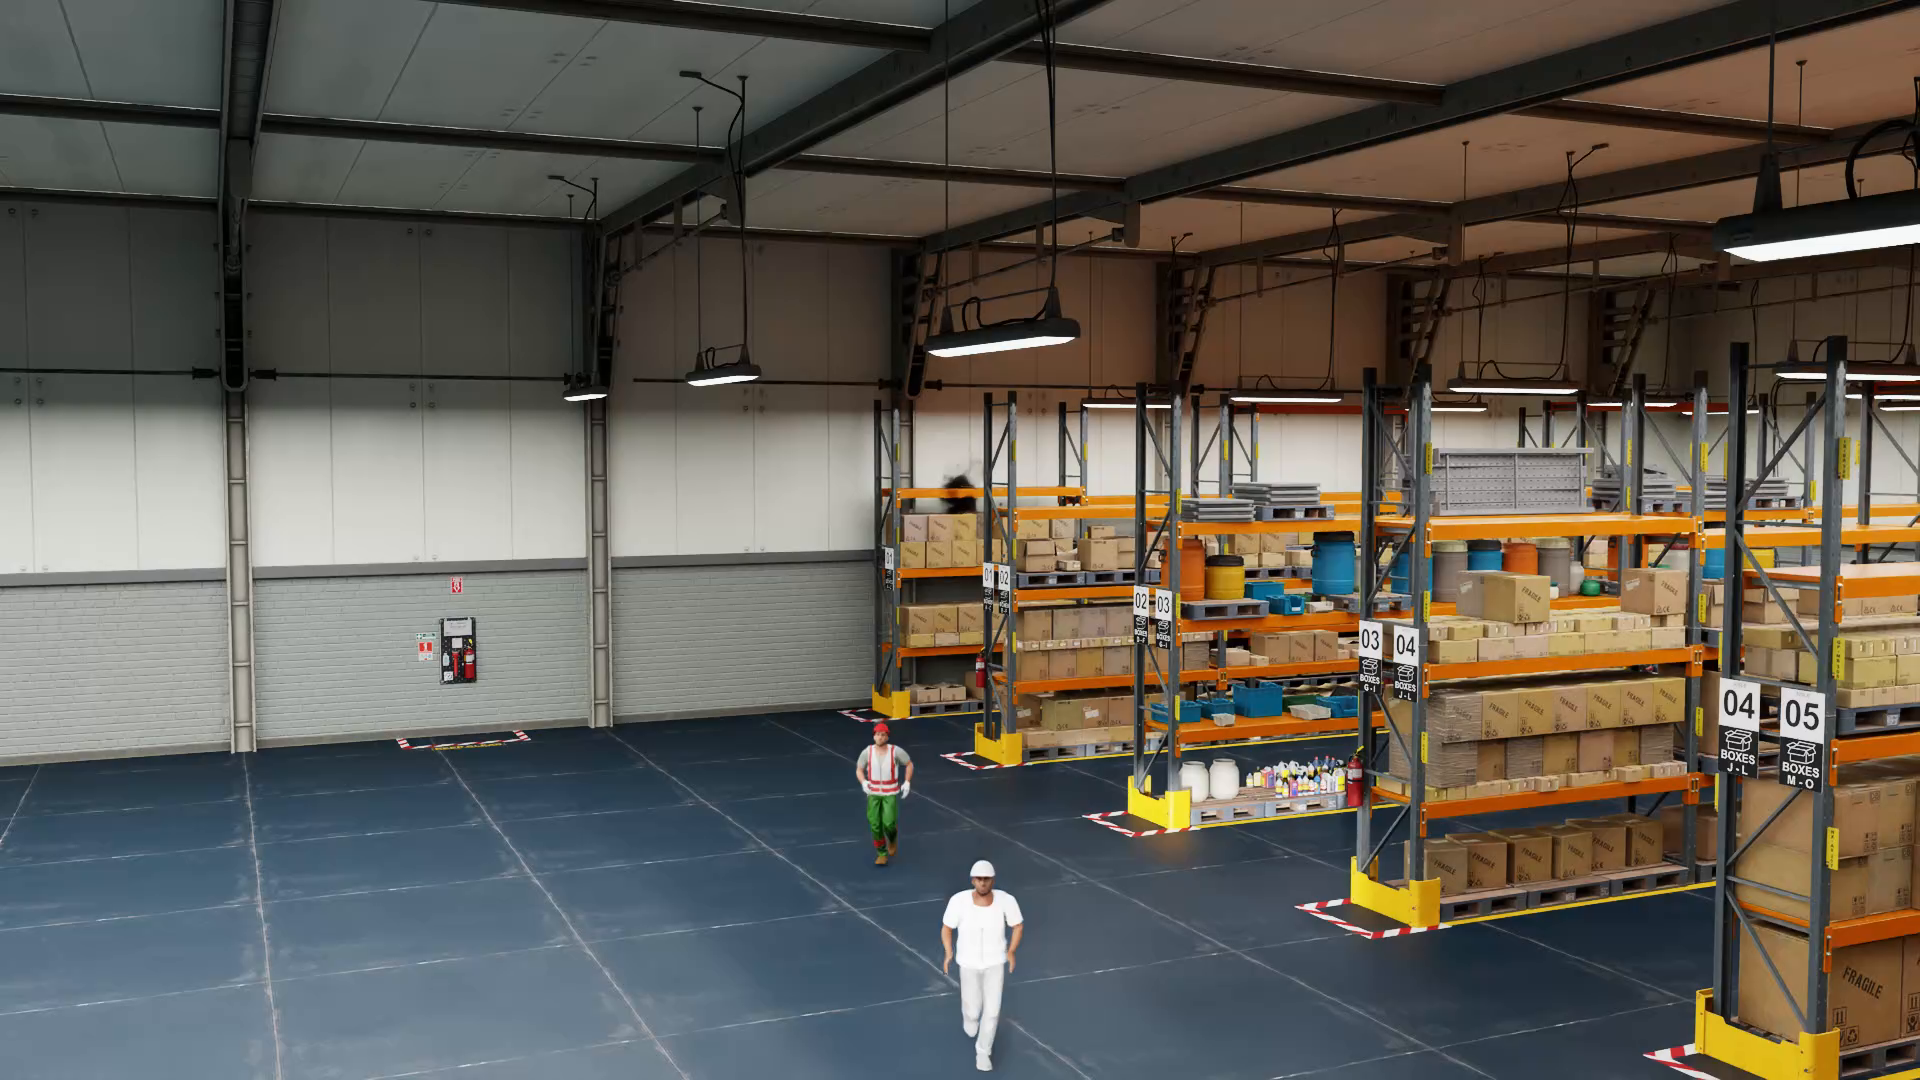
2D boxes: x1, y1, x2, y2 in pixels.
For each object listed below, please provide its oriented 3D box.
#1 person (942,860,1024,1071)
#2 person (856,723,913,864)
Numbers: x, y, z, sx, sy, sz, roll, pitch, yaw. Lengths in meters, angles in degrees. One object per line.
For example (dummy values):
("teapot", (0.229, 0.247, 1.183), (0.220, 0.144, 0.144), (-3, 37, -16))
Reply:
("person", (0.191, 3.499, 13.913), (0.687, 1.716, 0.652), (0, 3, -1))
("person", (-0.936, 3.106, 20.323), (0.686, 1.743, 0.619), (0, 3, 5))
